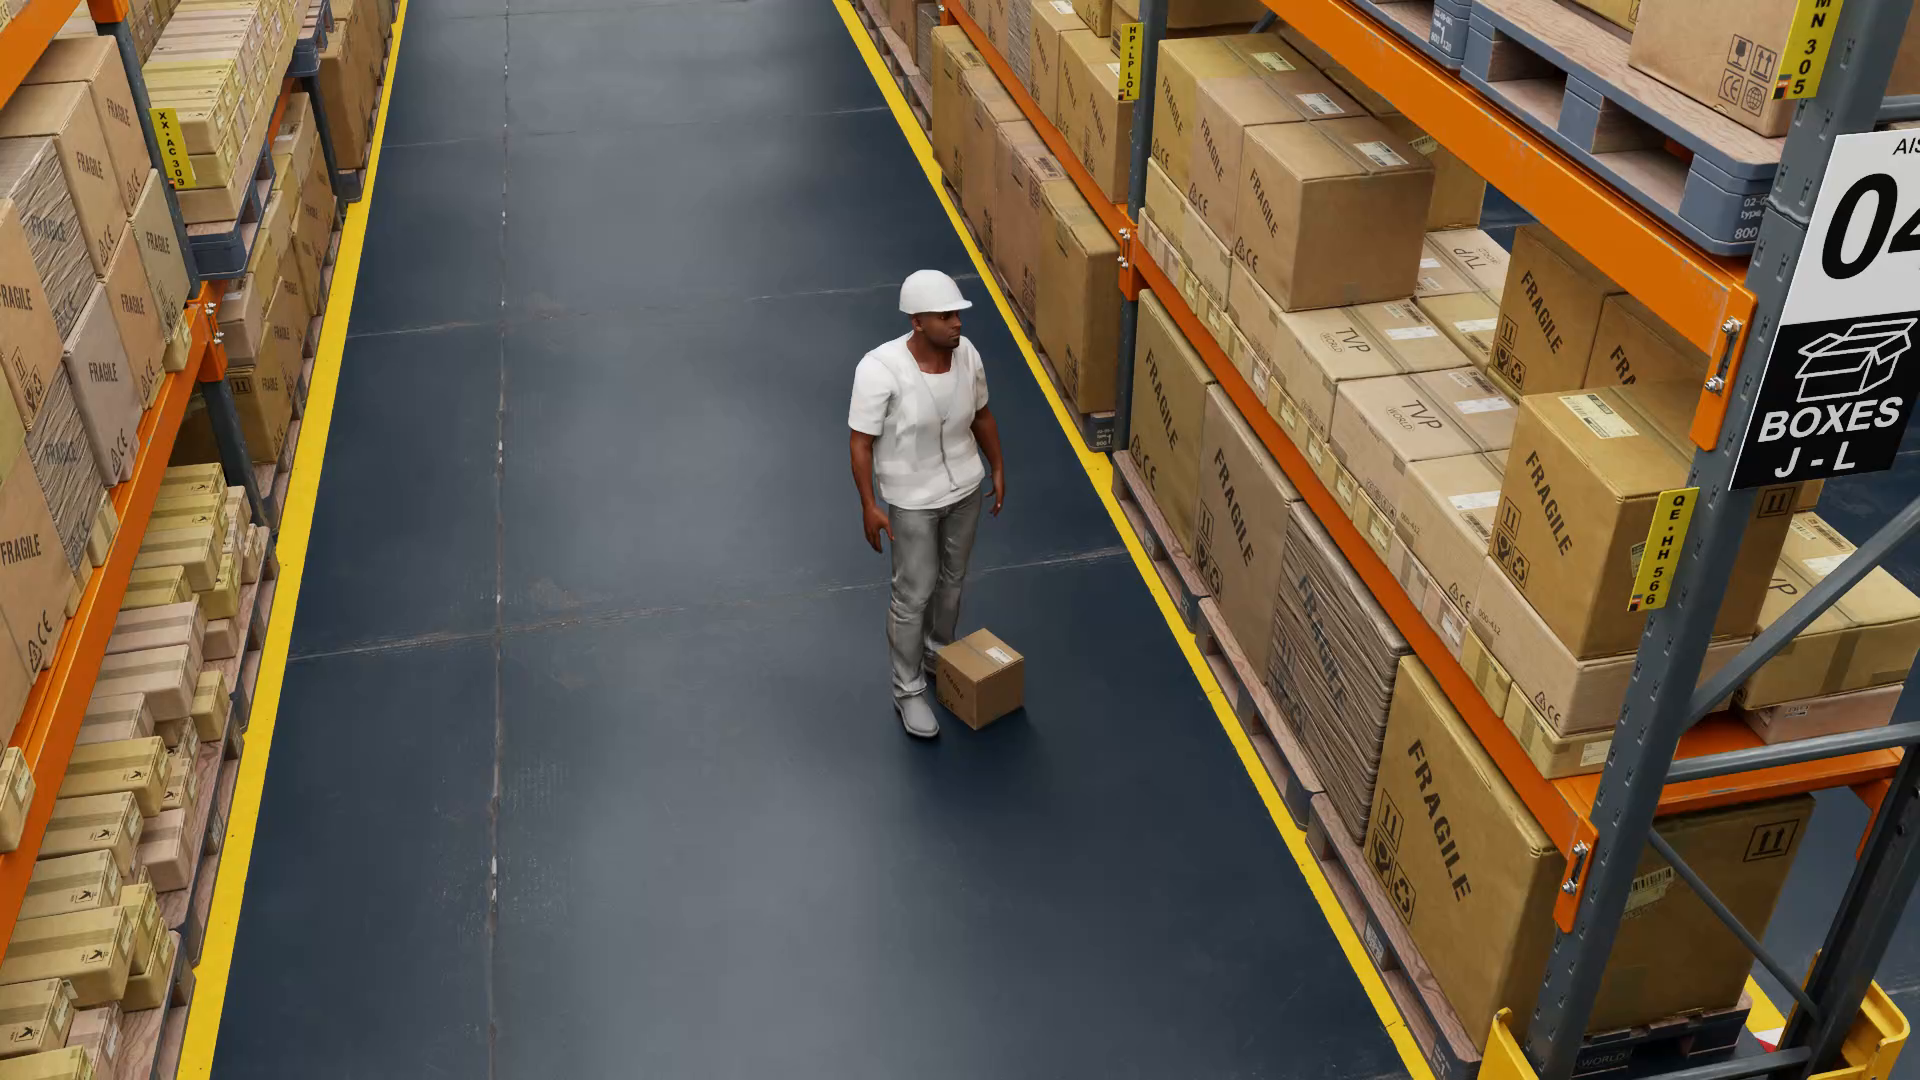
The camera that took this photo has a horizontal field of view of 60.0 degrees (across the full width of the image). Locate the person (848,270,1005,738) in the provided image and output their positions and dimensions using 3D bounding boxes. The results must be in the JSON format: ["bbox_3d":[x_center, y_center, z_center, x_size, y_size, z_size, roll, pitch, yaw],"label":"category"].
[{"bbox_3d":[-0.067,-0.159,6.339,0.665,1.765,0.577,-23,40,-30],"label":"person"}]
